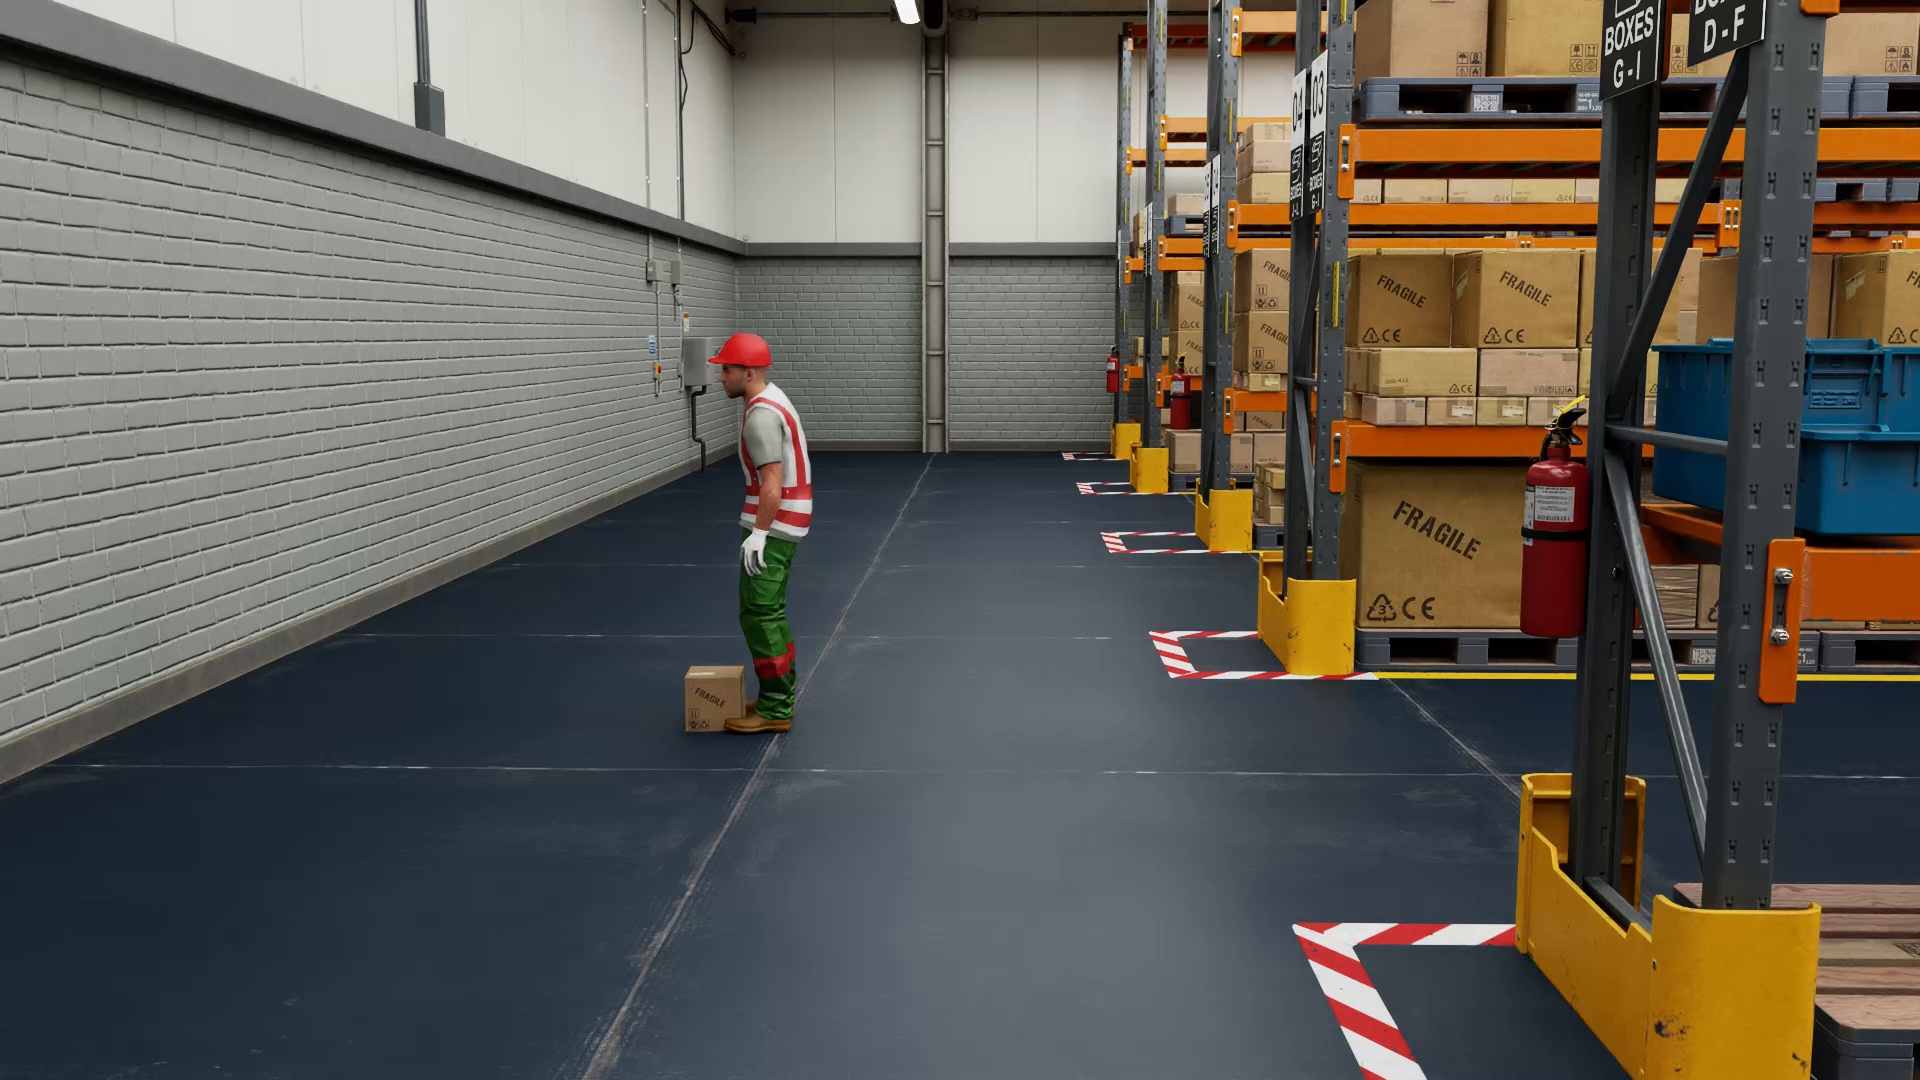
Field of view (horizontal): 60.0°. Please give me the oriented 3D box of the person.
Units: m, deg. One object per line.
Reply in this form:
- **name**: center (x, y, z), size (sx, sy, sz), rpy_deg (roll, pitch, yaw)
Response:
- **person**: center (-0.890, -0.033, 7.469), size (0.453, 1.778, 0.616), rpy_deg (0, 7, -2)
